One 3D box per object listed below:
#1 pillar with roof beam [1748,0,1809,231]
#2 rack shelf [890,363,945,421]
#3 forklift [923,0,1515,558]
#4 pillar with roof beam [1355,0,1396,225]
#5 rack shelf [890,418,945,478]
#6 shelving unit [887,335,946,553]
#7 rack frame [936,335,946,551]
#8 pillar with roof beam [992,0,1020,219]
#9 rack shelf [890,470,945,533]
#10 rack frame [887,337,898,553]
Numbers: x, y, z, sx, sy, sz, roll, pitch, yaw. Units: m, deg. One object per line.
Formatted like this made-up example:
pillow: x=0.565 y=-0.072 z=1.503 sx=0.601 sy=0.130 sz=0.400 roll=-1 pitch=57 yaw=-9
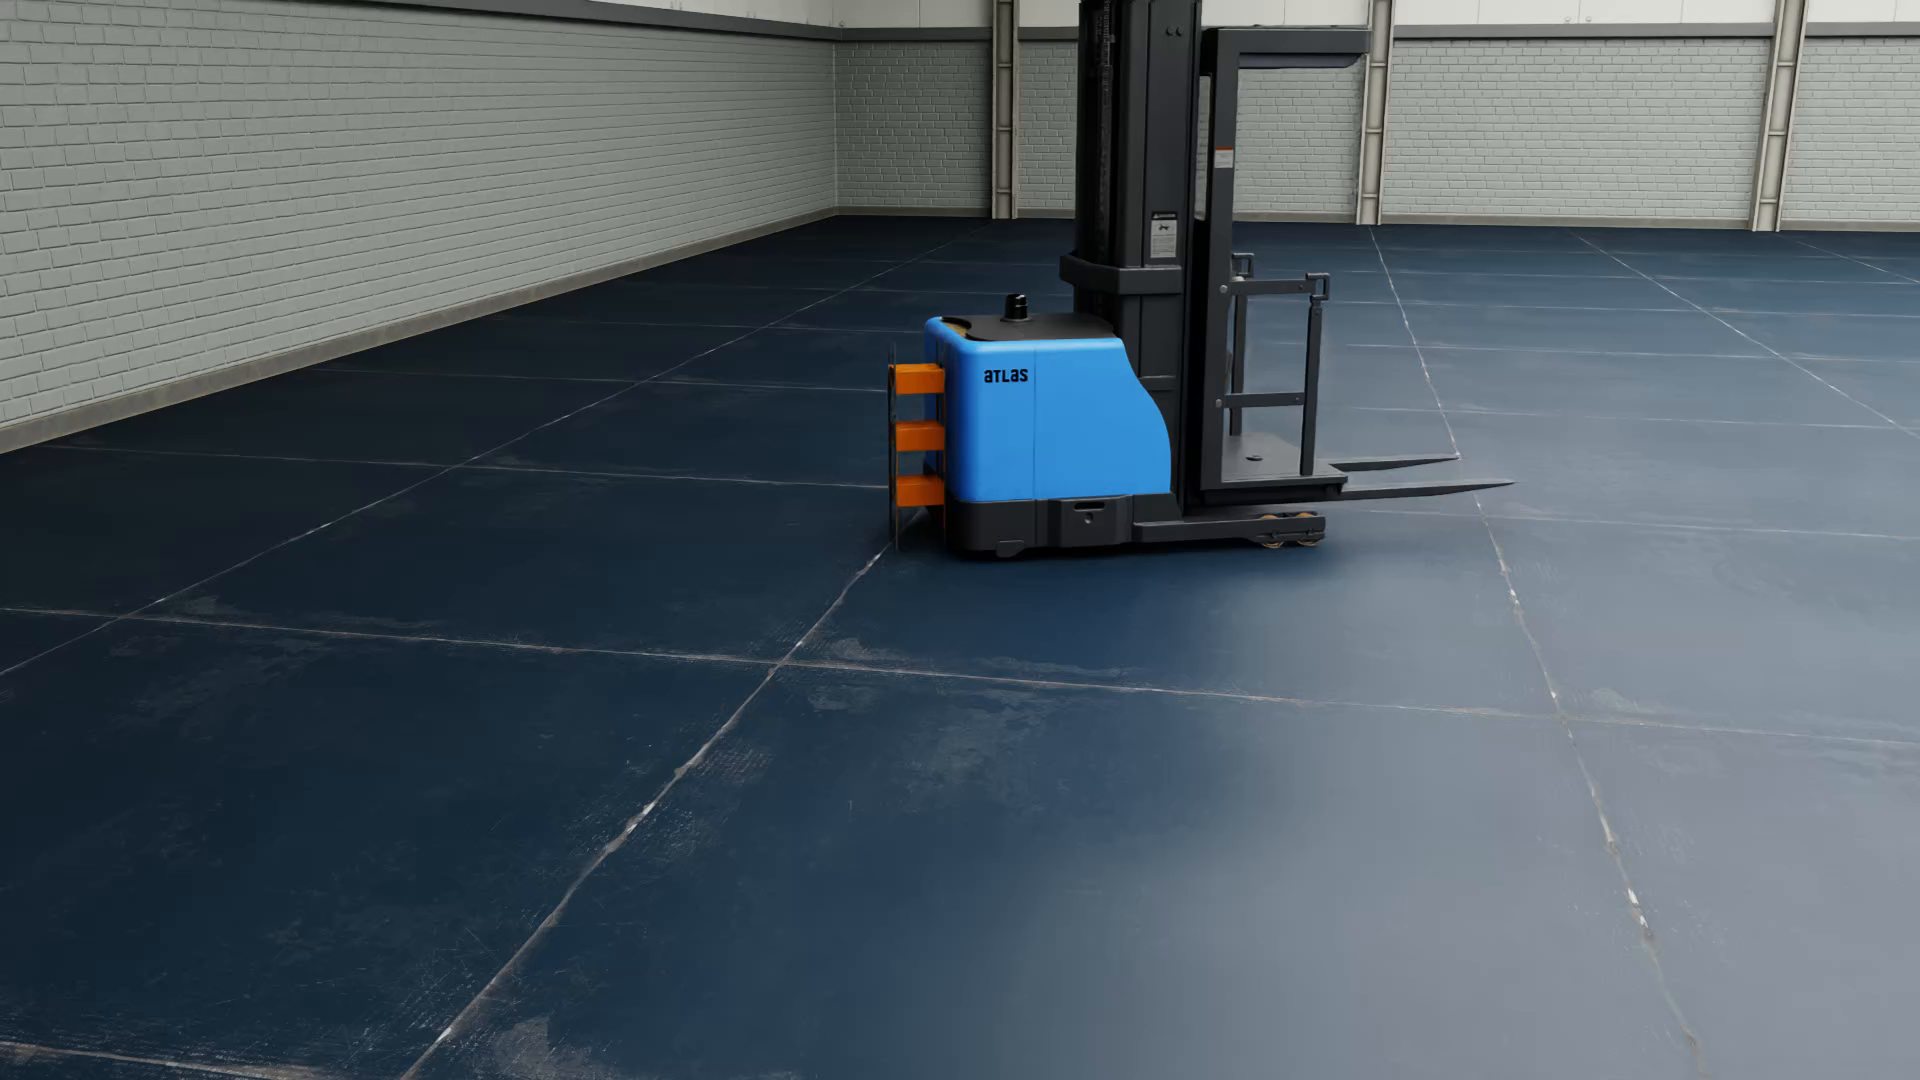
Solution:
pillar with roof beam: x=11.662 y=-8.037 z=20.650 sx=0.400 sy=9.000 sz=9.100 roll=3 pitch=16 yaw=11
rack shelf: x=-0.213 y=-0.736 z=8.158 sx=0.240 sy=0.259 sz=0.215 roll=-3 pitch=16 yaw=-11
forklift: x=1.372 y=-1.505 z=8.433 sx=3.031 sy=2.935 sz=1.130 roll=-3 pitch=16 yaw=-11
pillar with roof beam: x=5.782 y=-8.357 z=21.803 sx=0.400 sy=9.000 sz=9.100 roll=3 pitch=16 yaw=11
rack shelf: x=-0.213 y=-0.462 z=8.234 sx=0.240 sy=0.259 sz=0.215 roll=-3 pitch=16 yaw=-11
shelving unit: x=-0.213 y=-0.473 z=8.231 sx=0.252 sy=1.050 sz=0.215 roll=-3 pitch=16 yaw=-11
rack frame: x=-0.094 y=-0.479 z=8.255 sx=0.008 sy=1.050 sz=0.200 roll=-3 pitch=16 yaw=-11
pillar with roof beam: x=-0.097 y=-8.676 z=22.955 sx=0.400 sy=9.000 sz=9.100 roll=3 pitch=16 yaw=11
rack shelf: x=-0.213 y=-0.194 z=8.308 sx=0.240 sy=0.259 sz=0.215 roll=-3 pitch=16 yaw=-11
rack frame: x=-0.333 y=-0.466 z=8.207 sx=0.008 sy=1.050 sz=0.200 roll=-3 pitch=16 yaw=-11
